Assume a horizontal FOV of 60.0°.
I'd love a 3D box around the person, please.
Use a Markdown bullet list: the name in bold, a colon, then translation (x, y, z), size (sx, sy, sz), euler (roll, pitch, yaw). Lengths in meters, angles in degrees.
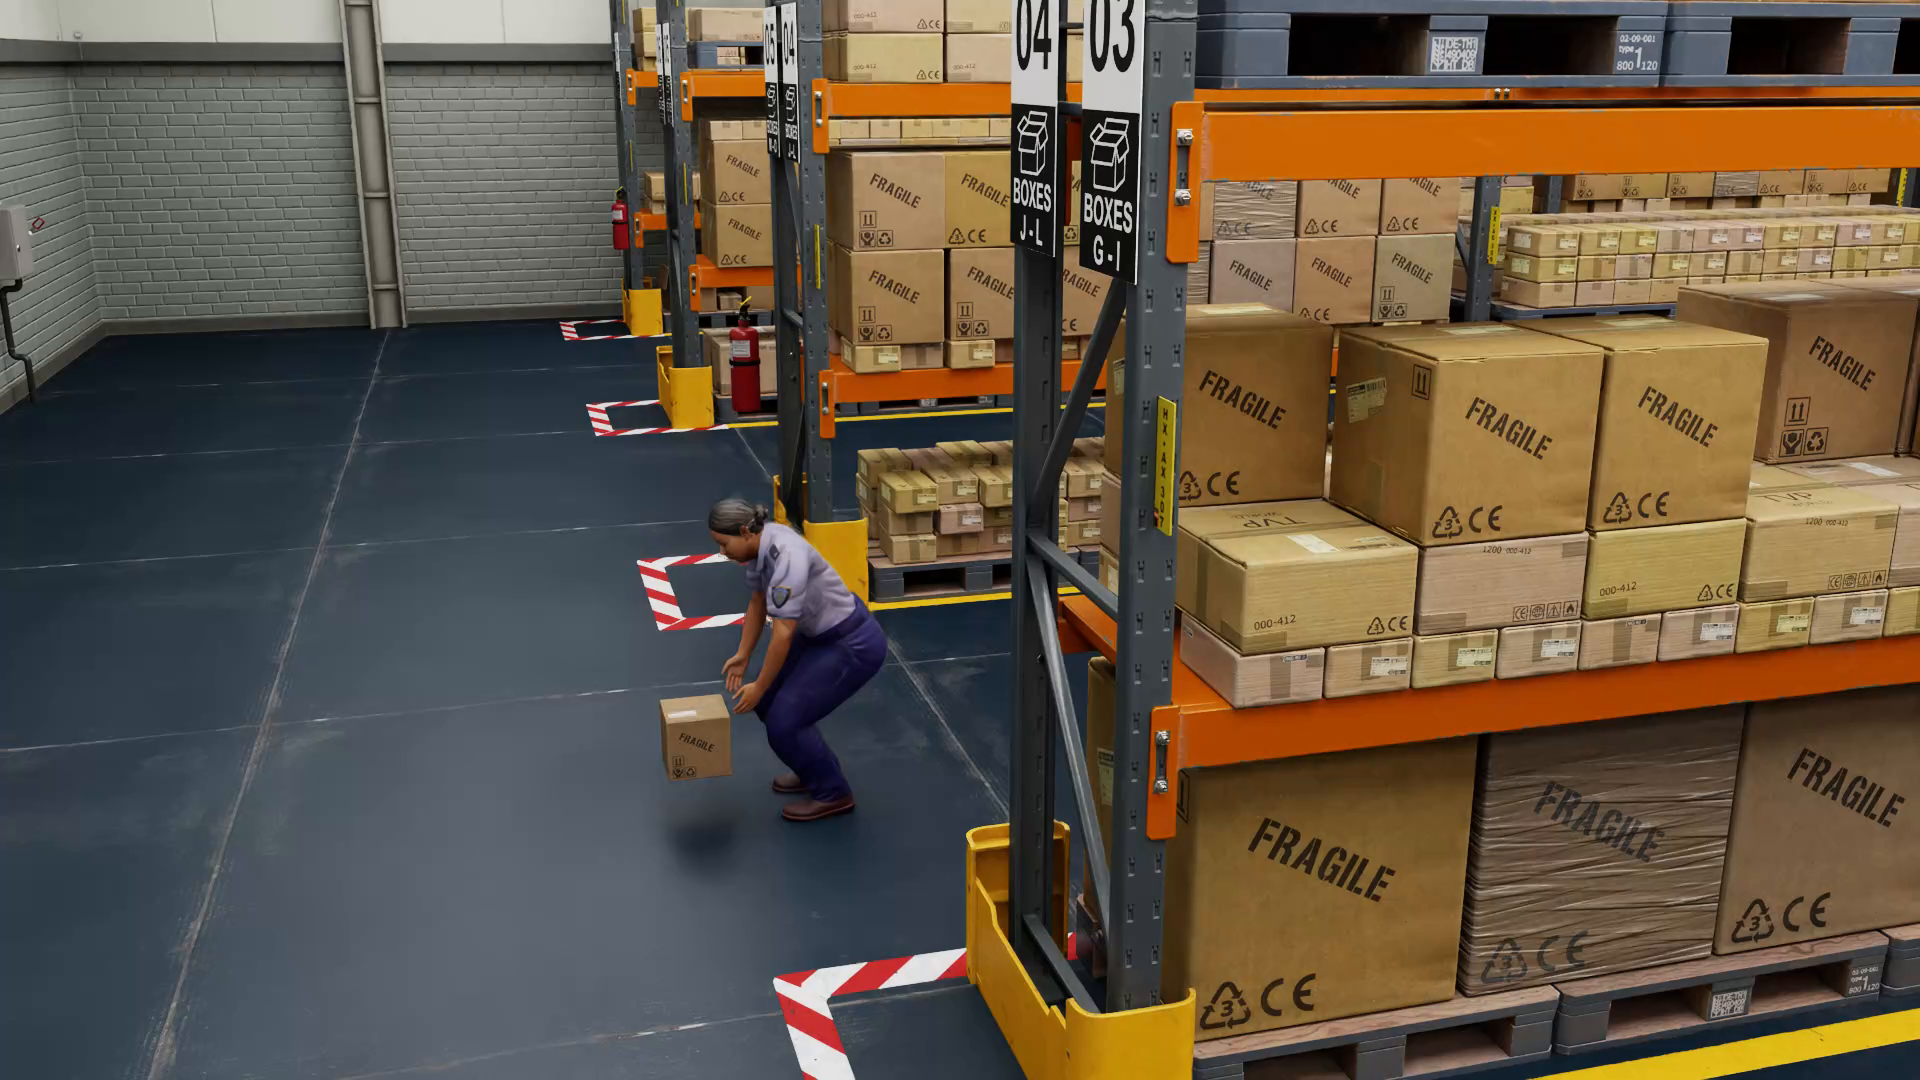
- **person**: translation (-0.633, 0.453, 6.611), size (0.688, 1.314, 0.536), euler (-4, 17, -15)
